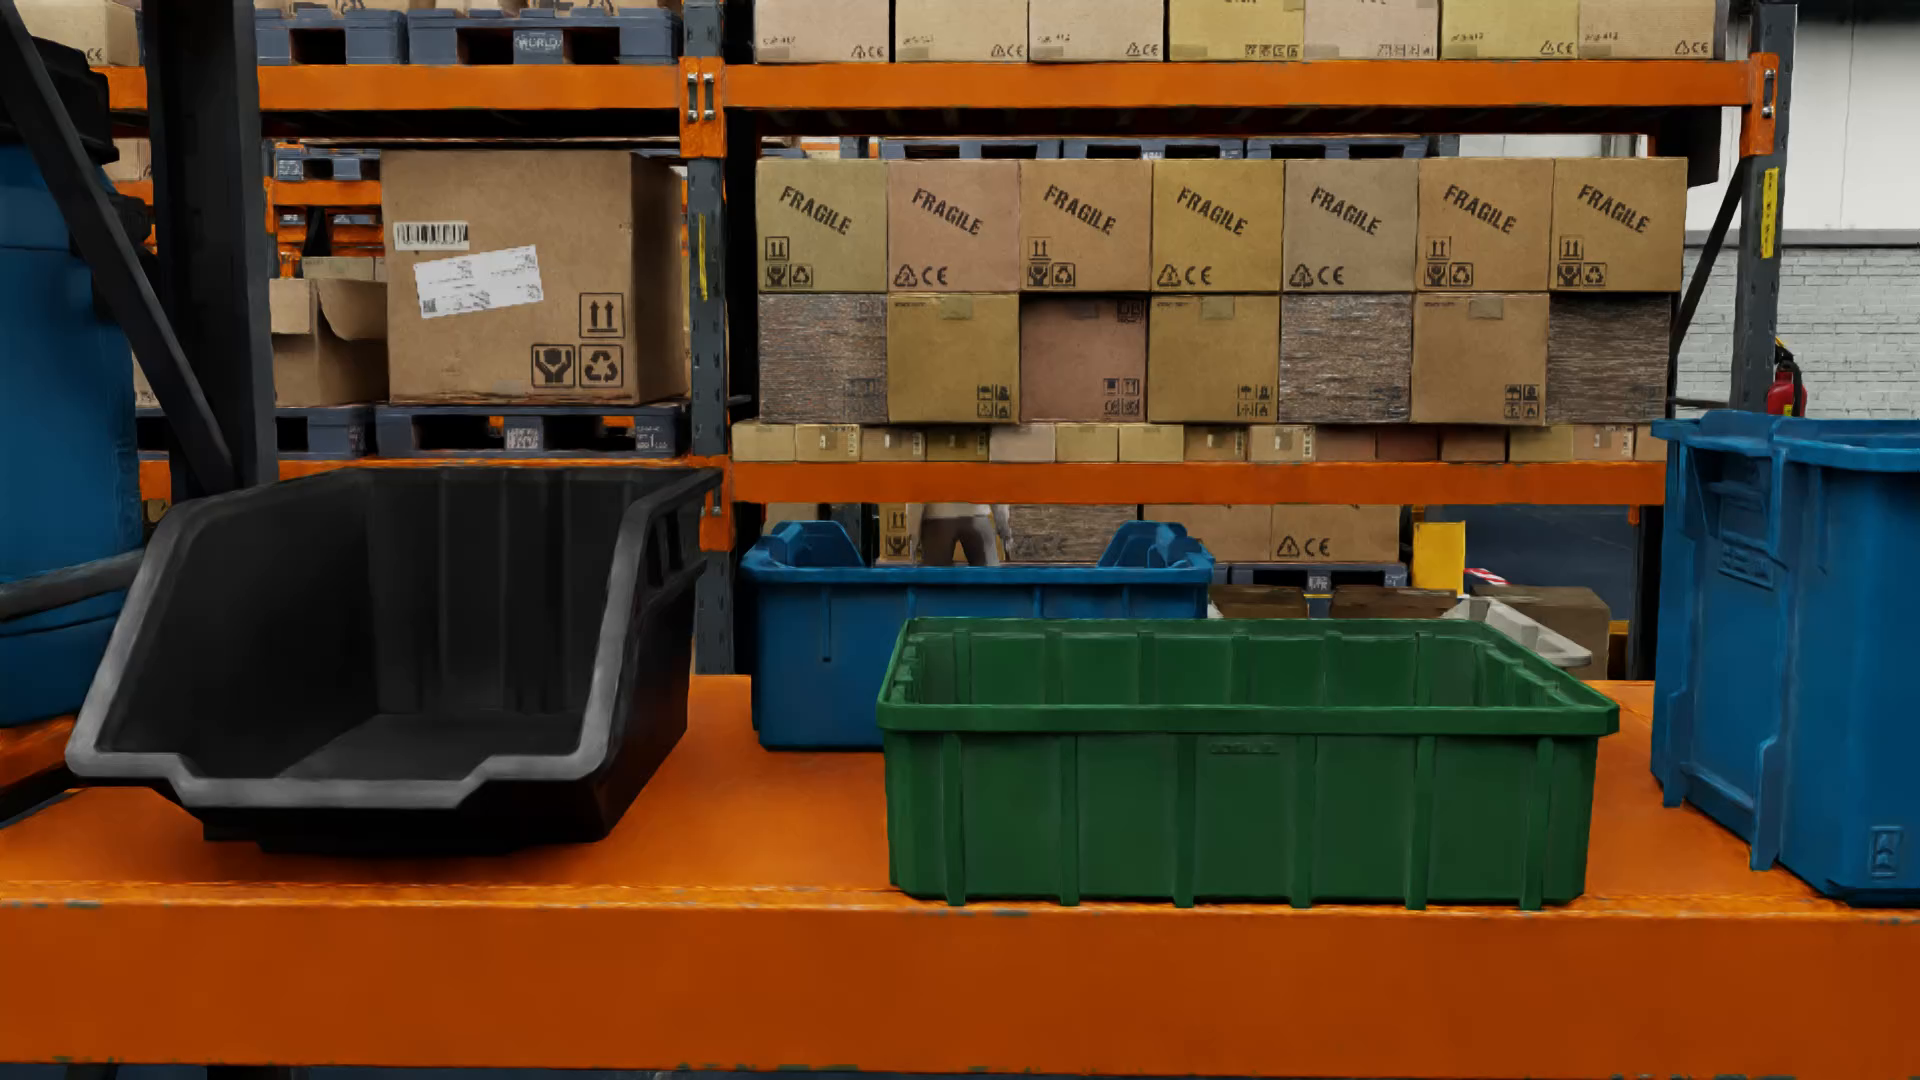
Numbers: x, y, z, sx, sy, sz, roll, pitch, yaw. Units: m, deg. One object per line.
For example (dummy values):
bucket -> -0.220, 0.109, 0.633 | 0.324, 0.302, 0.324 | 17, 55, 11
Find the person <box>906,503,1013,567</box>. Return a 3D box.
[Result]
person -> 0.024, -0.062, 8.338 | 0.617, 1.641, 0.478 | -1, 7, -9
